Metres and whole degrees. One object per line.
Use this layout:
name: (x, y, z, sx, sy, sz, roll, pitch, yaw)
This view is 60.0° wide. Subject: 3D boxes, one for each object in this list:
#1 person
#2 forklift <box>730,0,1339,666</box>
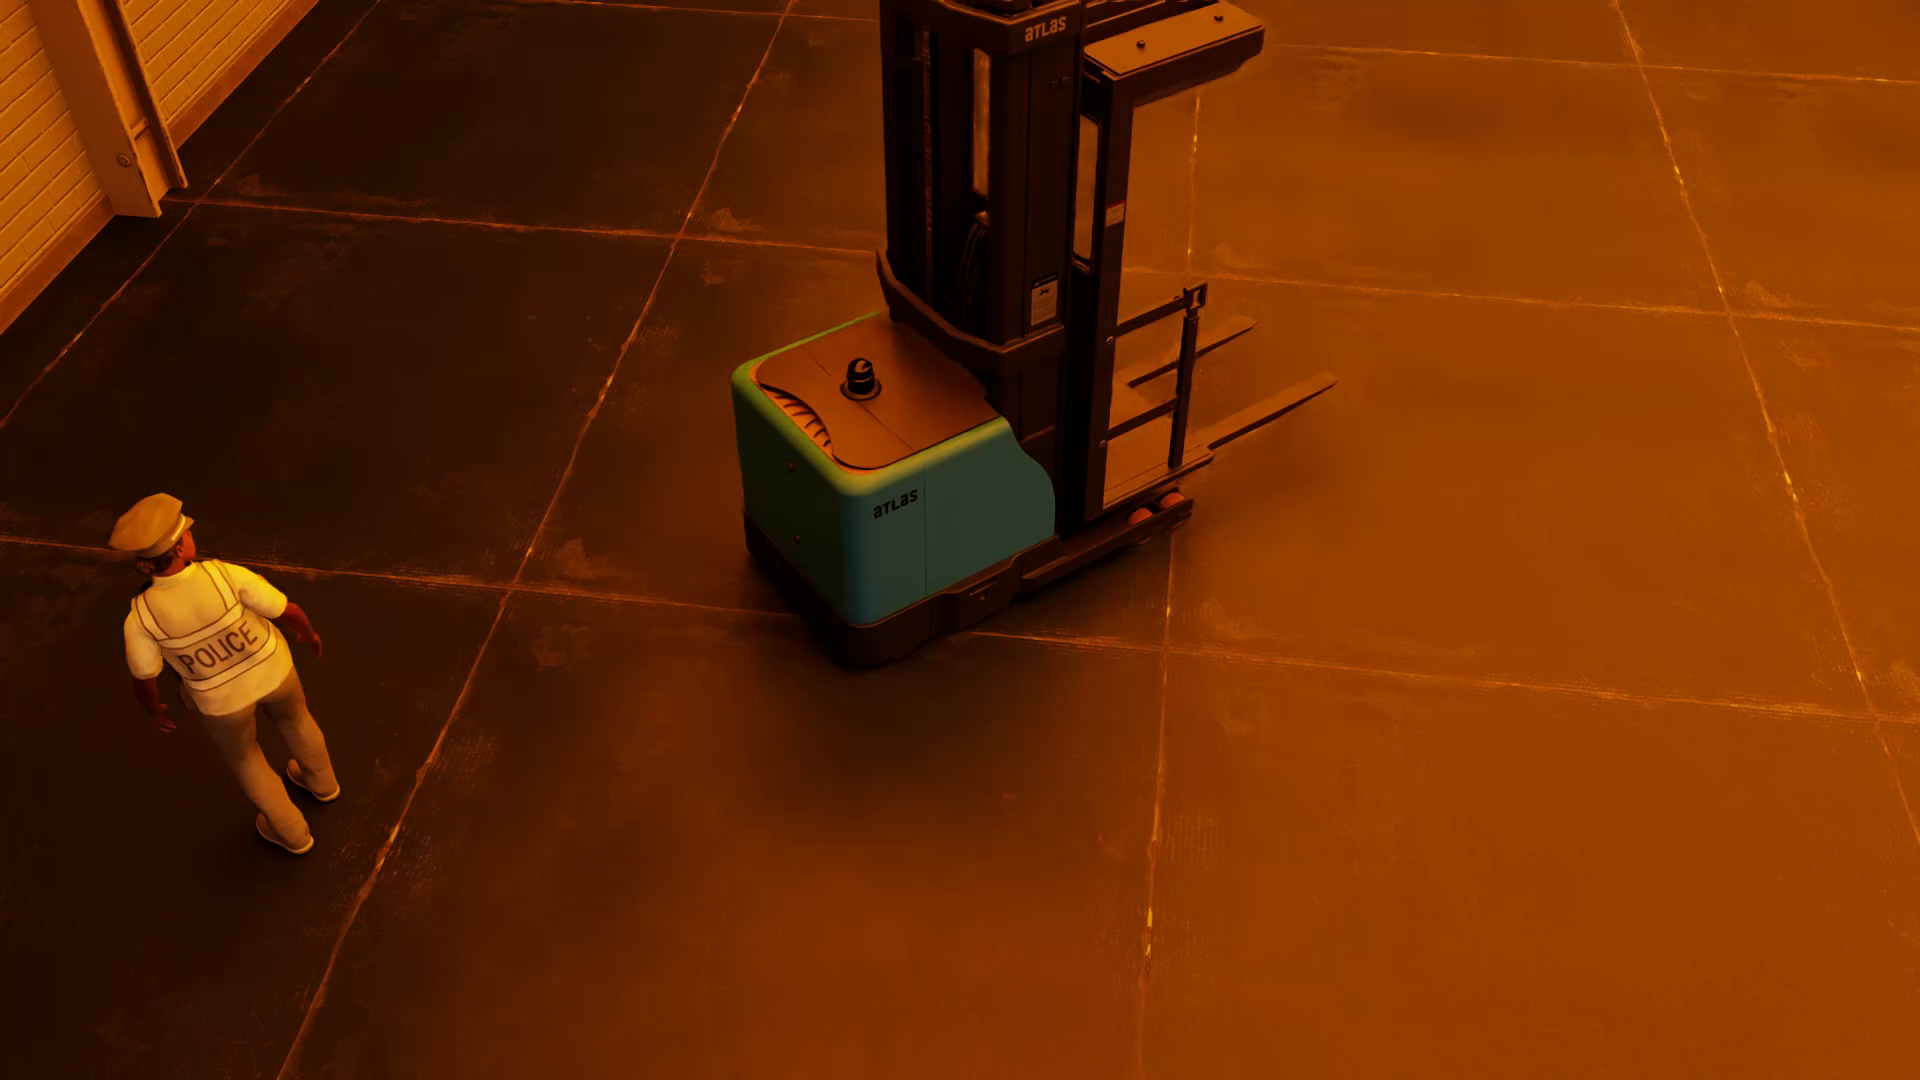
person: (-2.687, 0.495, 6.132, 0.657, 1.656, 0.470, -31, 51, -29)
forklift: (0.498, -1.332, 7.174, 3.031, 2.935, 1.130, -25, 48, -25)
